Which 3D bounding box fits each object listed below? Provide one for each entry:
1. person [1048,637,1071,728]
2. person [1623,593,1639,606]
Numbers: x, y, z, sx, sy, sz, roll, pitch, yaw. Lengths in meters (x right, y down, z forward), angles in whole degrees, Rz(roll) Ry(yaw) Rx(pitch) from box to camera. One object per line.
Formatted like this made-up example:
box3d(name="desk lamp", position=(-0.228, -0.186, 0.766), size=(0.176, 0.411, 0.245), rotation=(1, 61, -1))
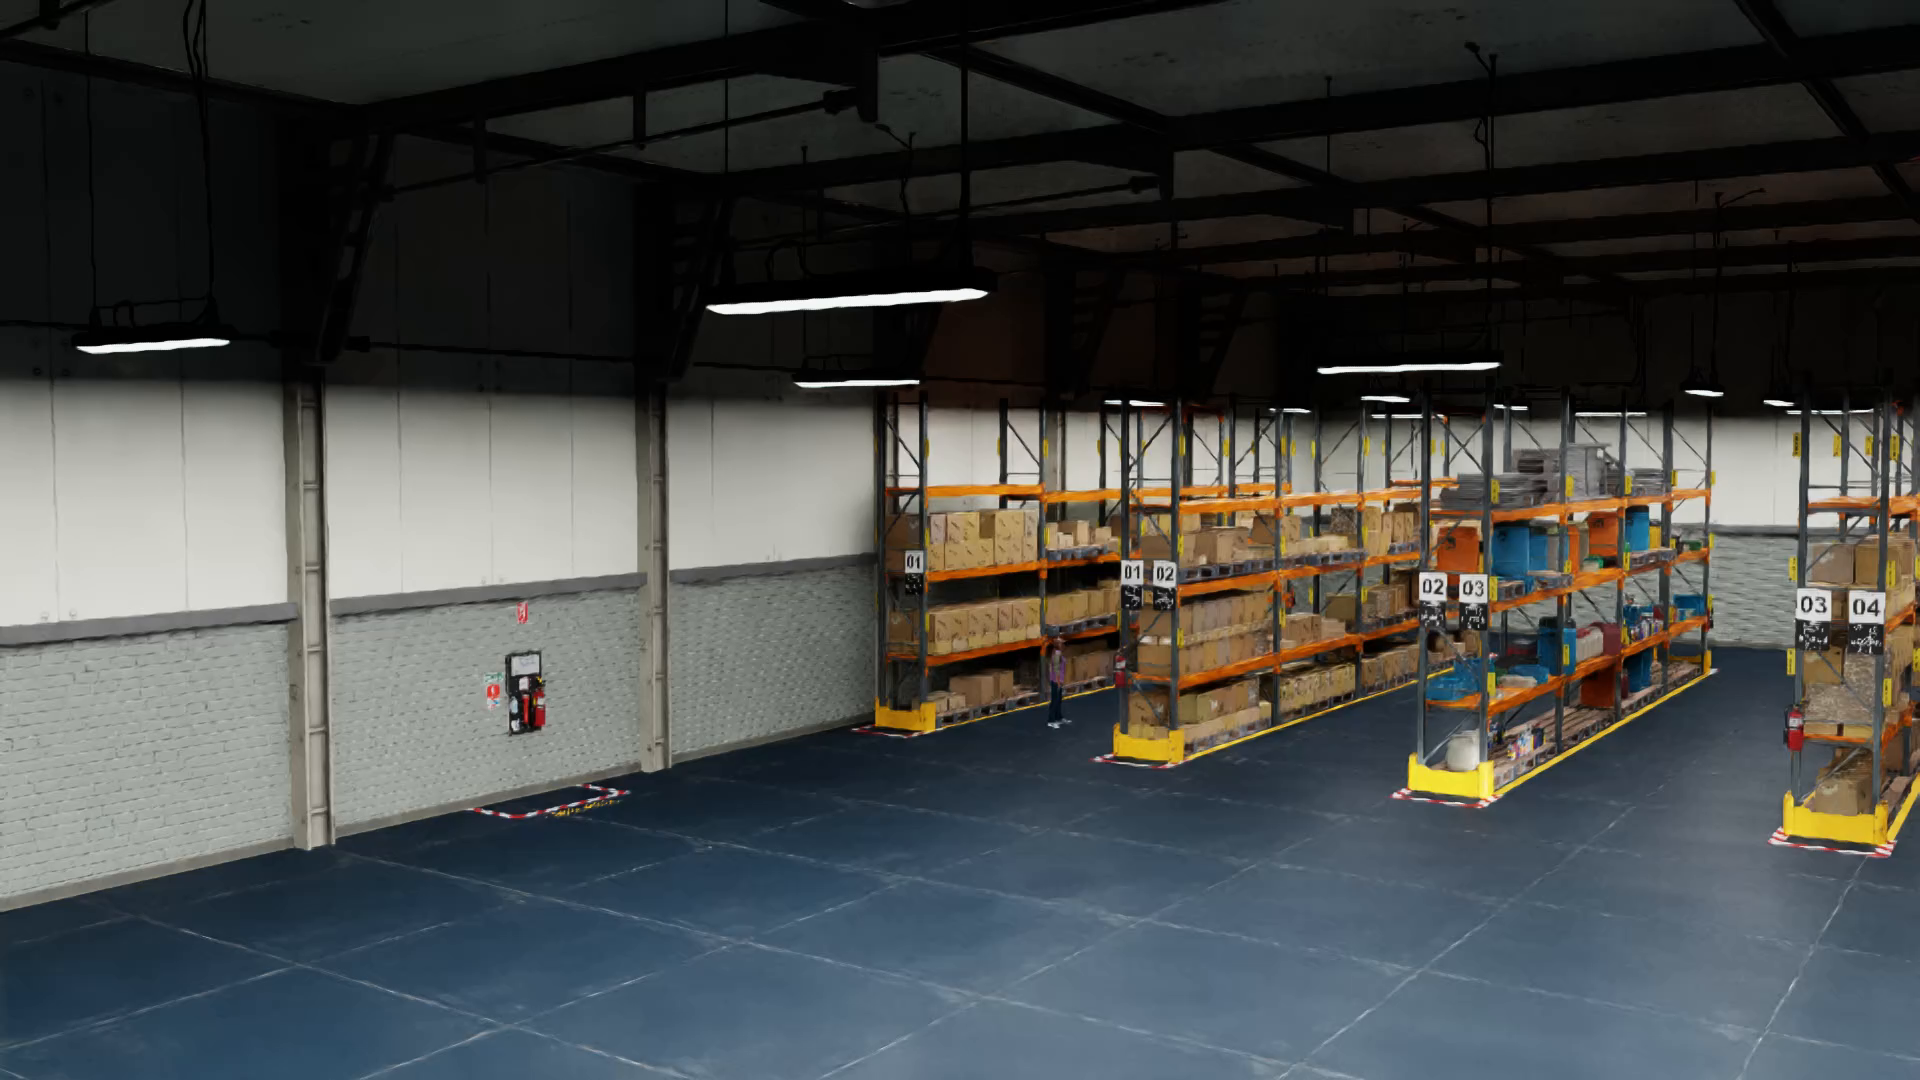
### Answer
box3d(name="person", position=(1.778, 2.536, 29.764), size=(0.417, 1.603, 0.505), rotation=(0, 3, 5))
box3d(name="person", position=(15.643, 2.040, 38.842), size=(0.639, 1.632, 0.506), rotation=(2, 4, 34))
